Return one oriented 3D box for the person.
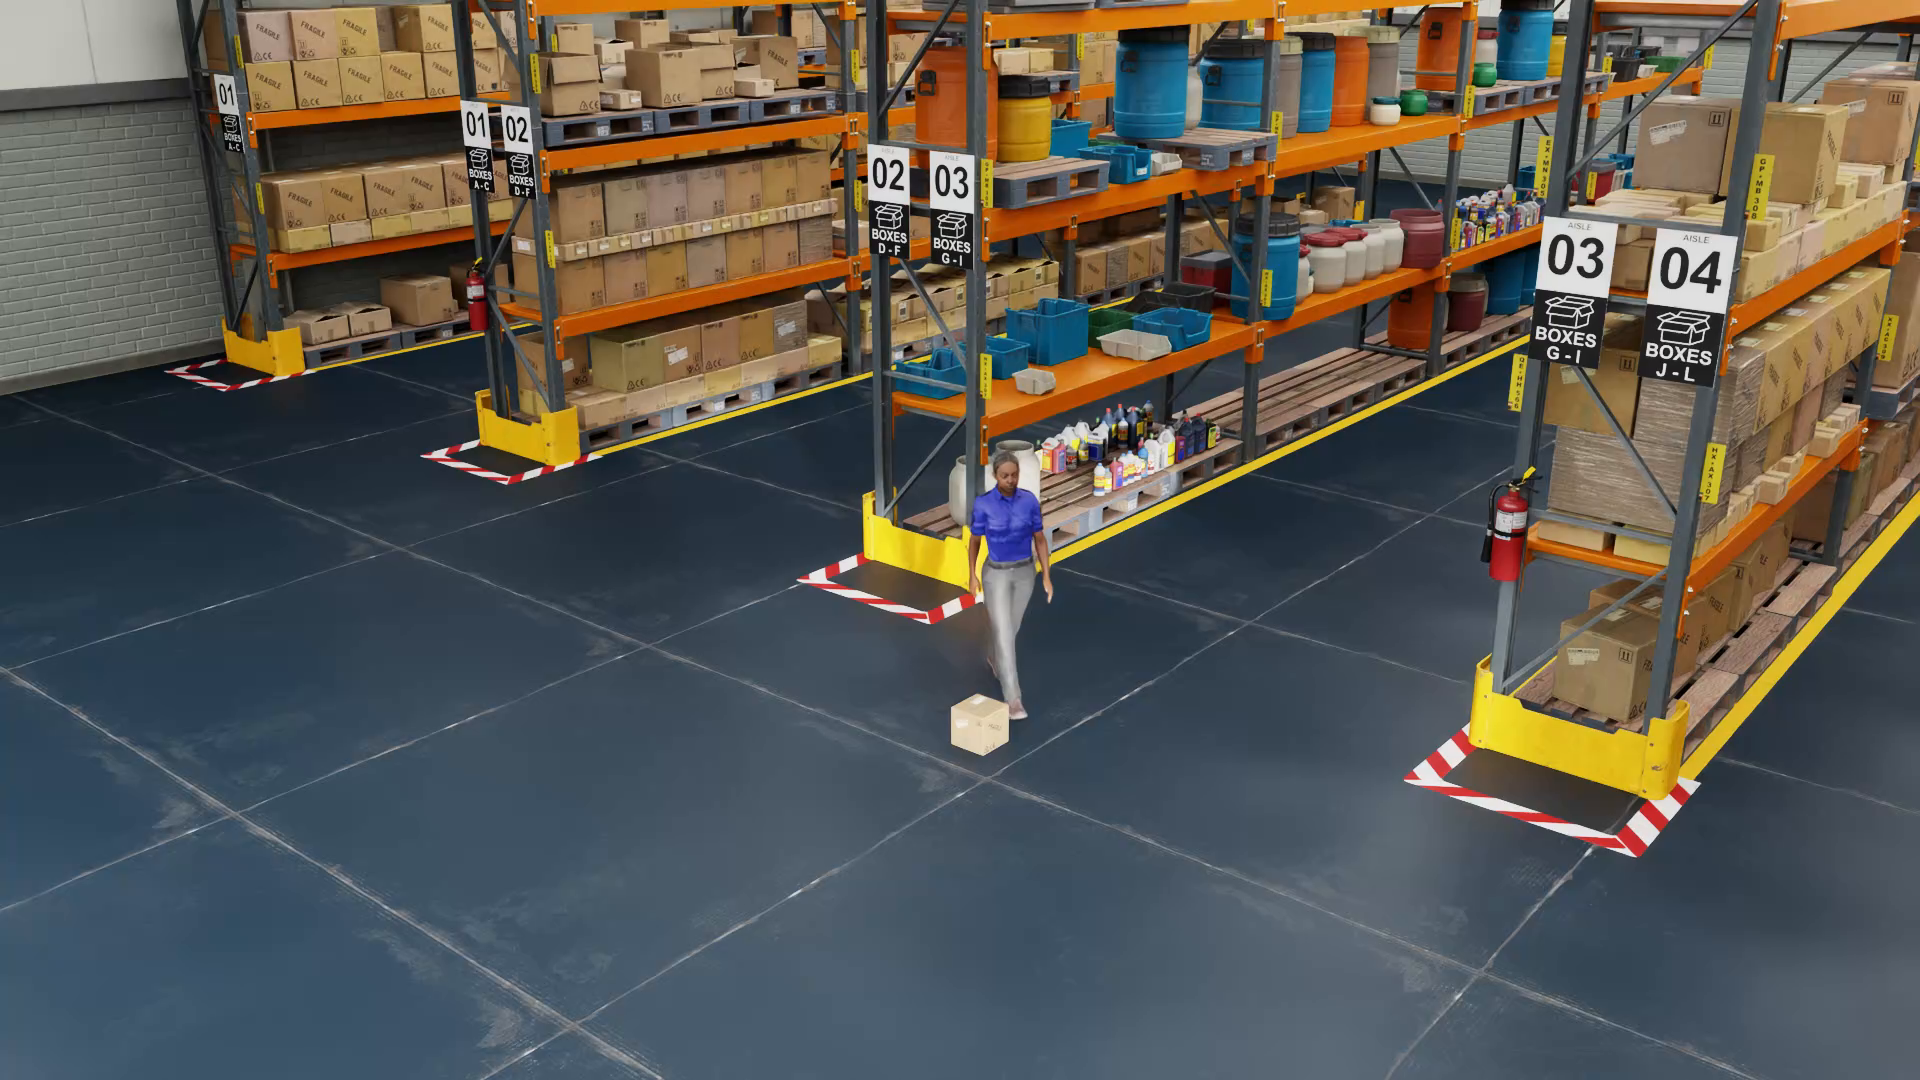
[{"bbox_3d":[0.337,0.239,10.429,0.458,1.599,0.966,-8,22,-21],"label":"person"}]
